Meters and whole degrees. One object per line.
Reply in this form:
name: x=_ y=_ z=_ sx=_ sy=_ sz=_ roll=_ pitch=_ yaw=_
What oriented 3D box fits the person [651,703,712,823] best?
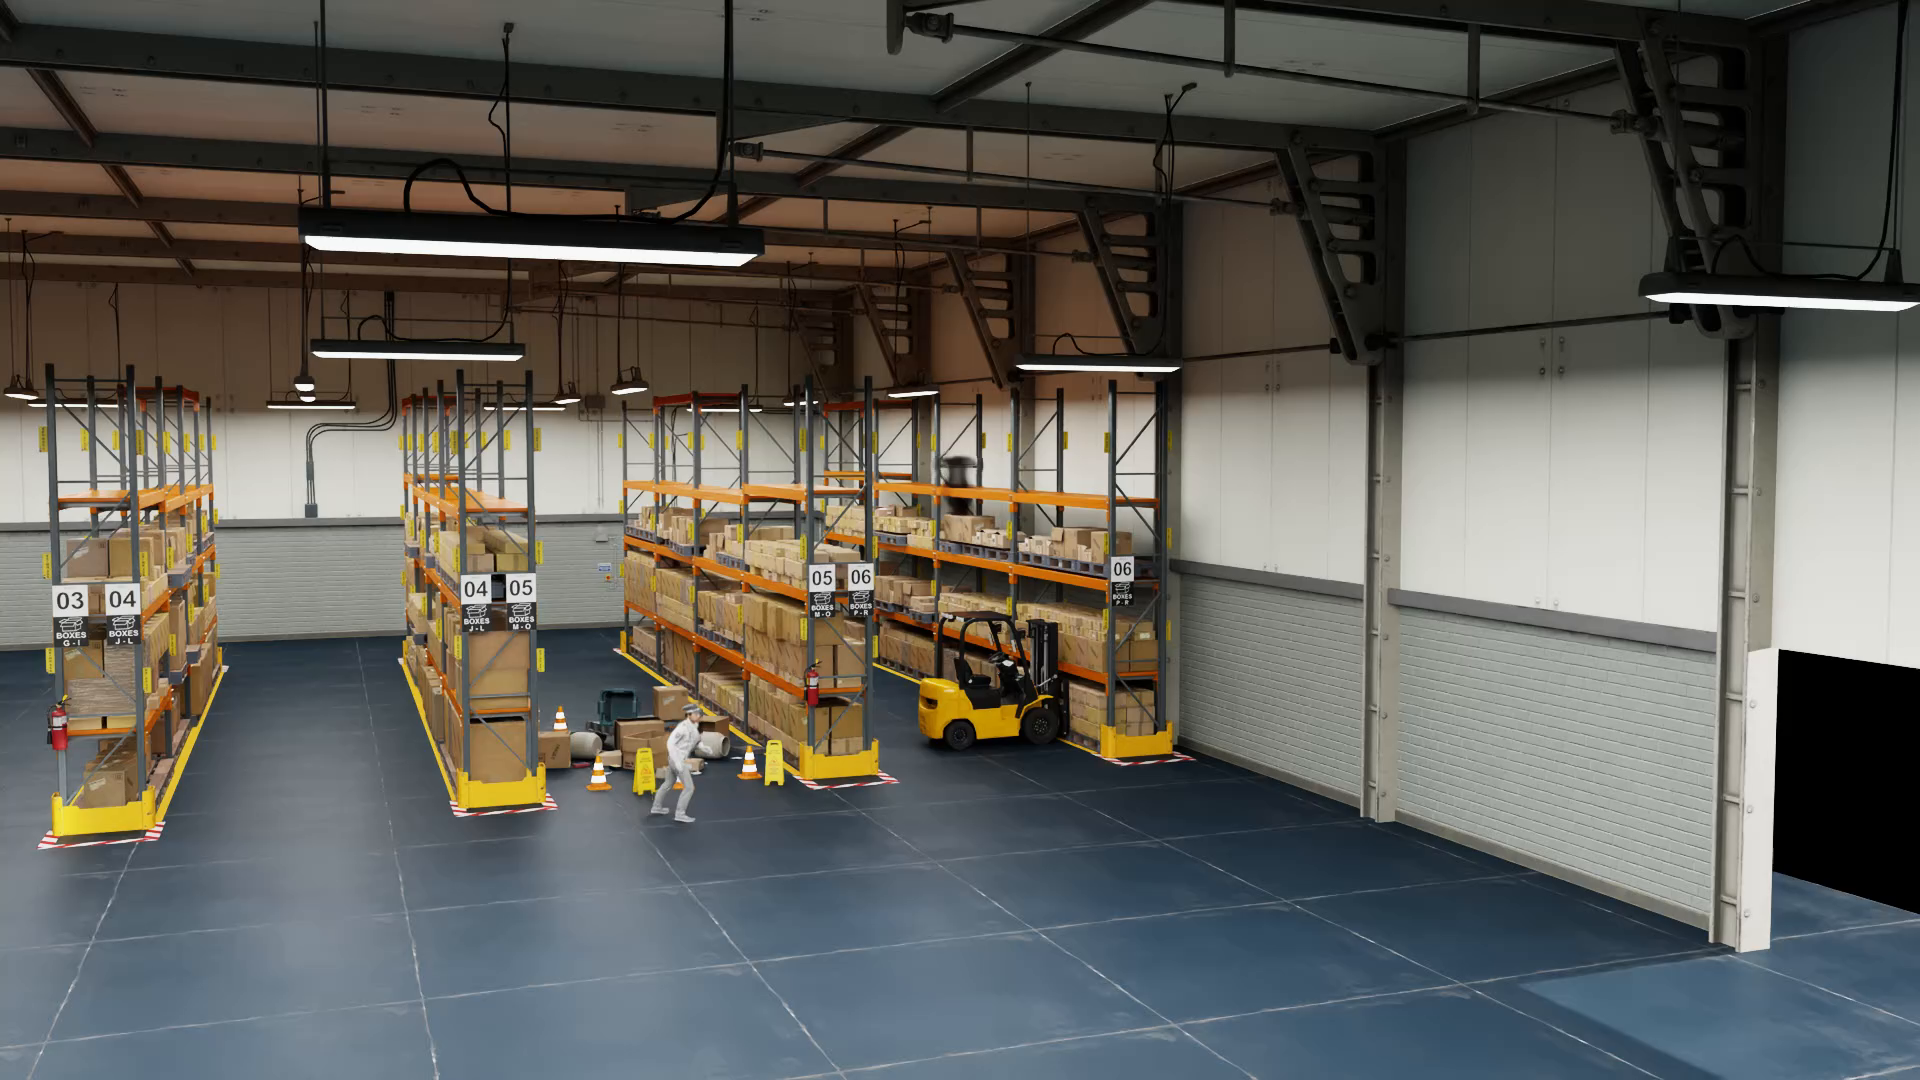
person: x=-3.709 y=2.929 z=22.035 sx=0.856 sy=1.606 sz=0.652 roll=0 pitch=3 yaw=1
